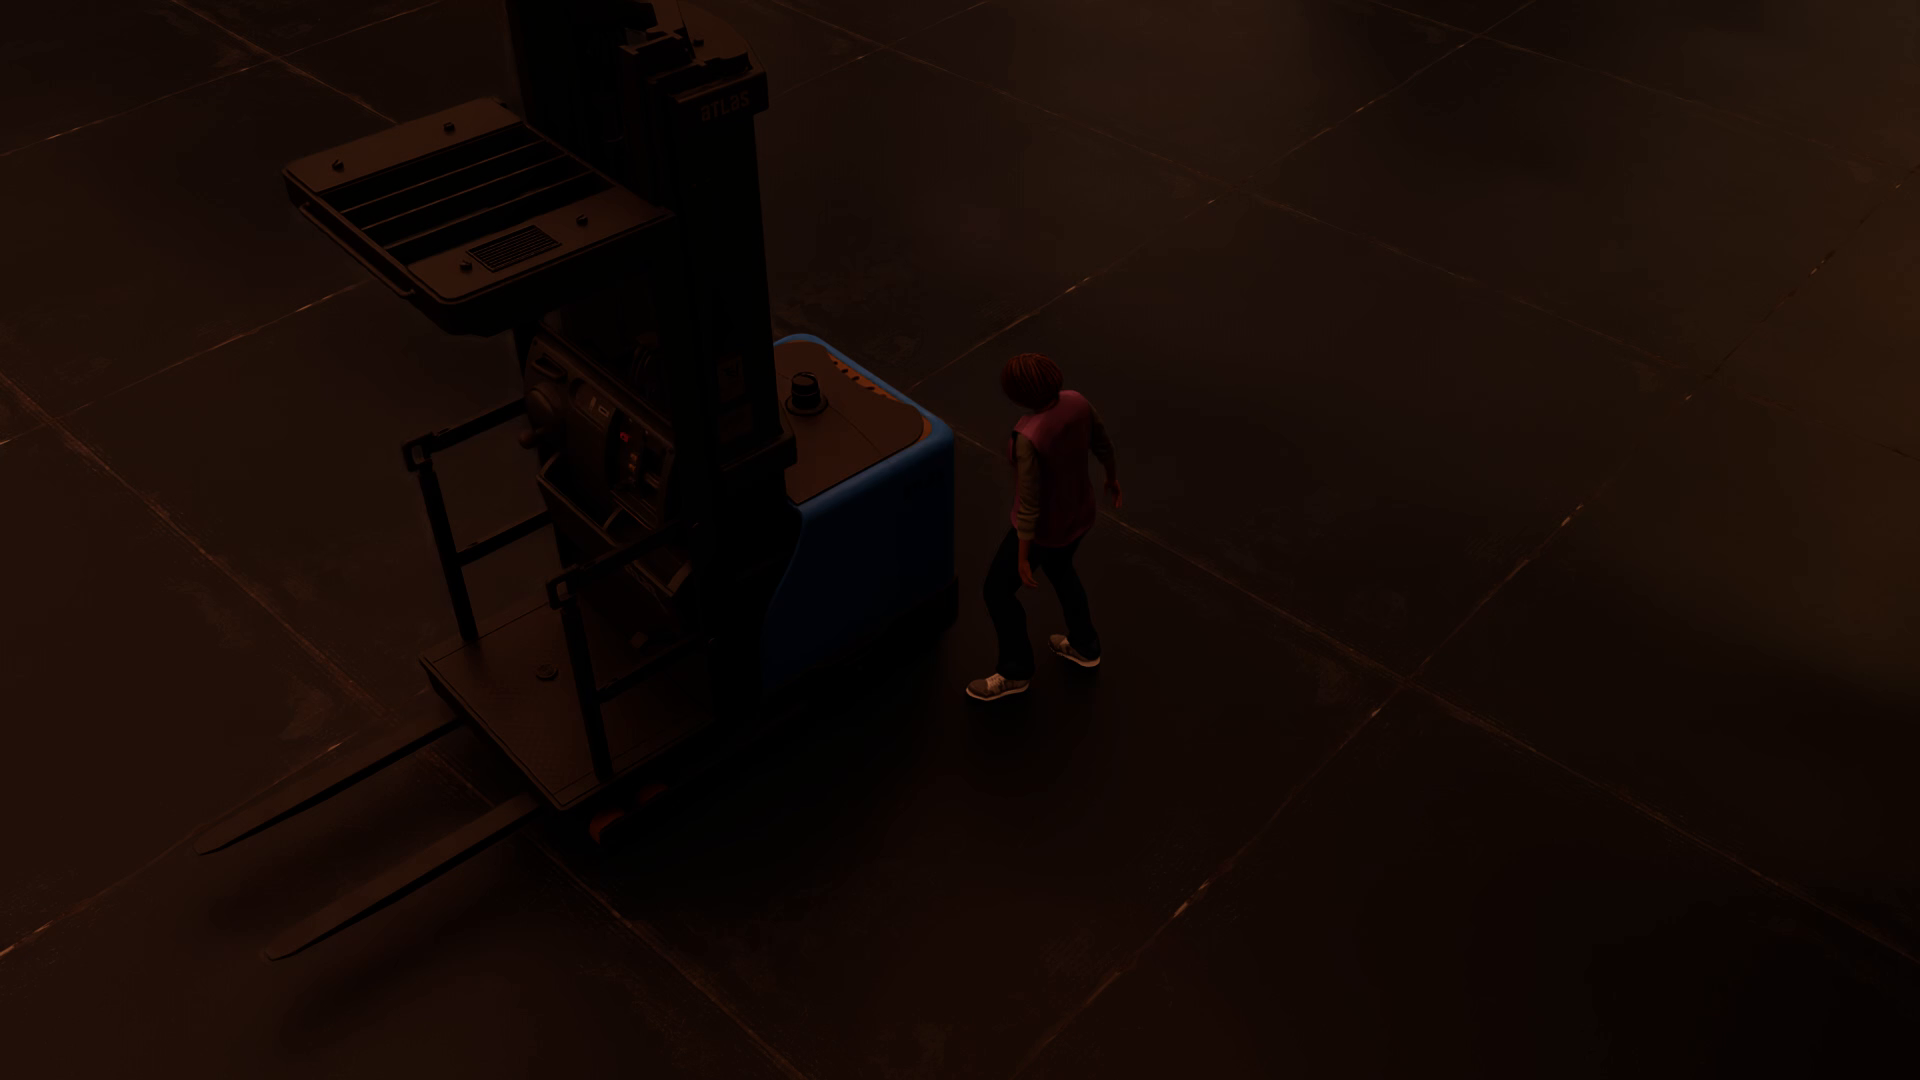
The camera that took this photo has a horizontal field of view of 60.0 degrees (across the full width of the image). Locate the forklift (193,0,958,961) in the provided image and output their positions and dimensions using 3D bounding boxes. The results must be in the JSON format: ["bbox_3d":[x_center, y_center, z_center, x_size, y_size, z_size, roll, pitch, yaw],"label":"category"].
[{"bbox_3d":[-1.441,-0.329,5.811,3.031,2.935,1.130,-30,49,-30],"label":"forklift"}]

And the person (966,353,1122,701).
[{"bbox_3d":[0.356,-0.056,6.571,0.401,1.564,0.740,31,49,31],"label":"person"}]
